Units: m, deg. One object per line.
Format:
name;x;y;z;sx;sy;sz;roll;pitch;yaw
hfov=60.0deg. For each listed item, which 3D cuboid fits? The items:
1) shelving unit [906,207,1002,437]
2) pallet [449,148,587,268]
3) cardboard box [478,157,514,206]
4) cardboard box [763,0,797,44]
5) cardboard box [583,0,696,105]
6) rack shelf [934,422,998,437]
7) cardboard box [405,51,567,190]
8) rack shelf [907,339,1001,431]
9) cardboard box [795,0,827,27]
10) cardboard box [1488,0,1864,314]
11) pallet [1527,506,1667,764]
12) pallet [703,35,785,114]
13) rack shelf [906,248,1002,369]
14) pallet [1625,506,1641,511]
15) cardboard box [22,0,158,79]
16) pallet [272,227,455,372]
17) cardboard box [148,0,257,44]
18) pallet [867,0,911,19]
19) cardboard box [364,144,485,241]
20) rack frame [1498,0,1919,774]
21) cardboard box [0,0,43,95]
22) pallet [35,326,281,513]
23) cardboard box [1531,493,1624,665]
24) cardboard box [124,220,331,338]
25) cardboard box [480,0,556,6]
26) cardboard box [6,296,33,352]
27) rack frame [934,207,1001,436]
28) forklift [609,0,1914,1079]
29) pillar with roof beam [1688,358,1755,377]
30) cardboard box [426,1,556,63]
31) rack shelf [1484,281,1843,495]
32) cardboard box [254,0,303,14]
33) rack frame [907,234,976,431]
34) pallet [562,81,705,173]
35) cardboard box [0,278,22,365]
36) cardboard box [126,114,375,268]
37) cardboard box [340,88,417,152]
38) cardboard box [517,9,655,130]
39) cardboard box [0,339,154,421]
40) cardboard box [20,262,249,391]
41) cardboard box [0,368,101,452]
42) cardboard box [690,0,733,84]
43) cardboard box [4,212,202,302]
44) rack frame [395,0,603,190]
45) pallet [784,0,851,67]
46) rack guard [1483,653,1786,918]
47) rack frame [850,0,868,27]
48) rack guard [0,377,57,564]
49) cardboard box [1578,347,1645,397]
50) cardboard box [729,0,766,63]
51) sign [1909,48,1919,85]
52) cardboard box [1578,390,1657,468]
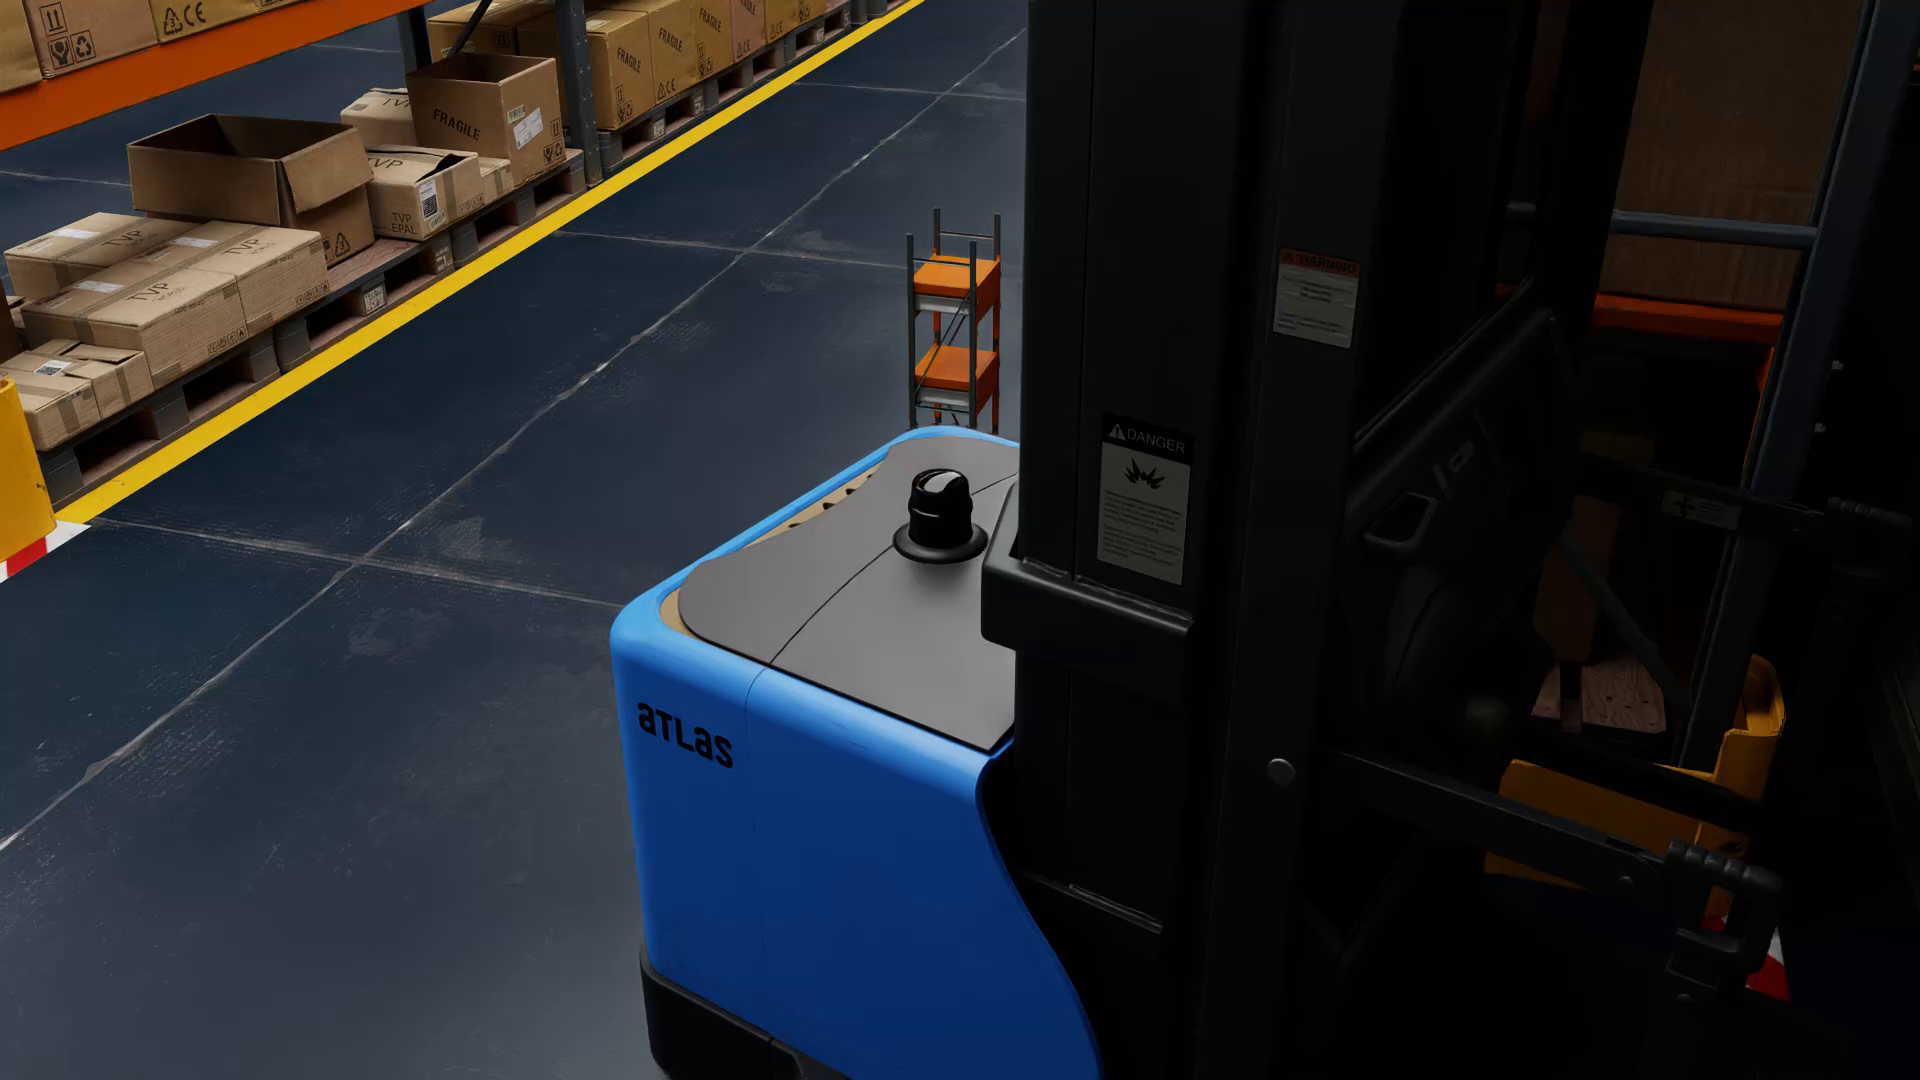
shelving unit;-0.016;-0.434;4.950;0.215;1.050;0.252;8;30;15
pallet;-2.534;-1.656;8.009;1.003;0.211;1.213;8;30;15
cardboard box;-2.280;-1.652;7.613;0.380;0.149;0.250;8;30;15
cardboard box;-1.360;-3.444;10.473;0.500;0.500;0.500;7;30;13
cardboard box;-1.811;-2.733;9.196;0.500;0.500;0.500;9;30;16
rack shelf;-0.016;-0.182;5.090;0.215;0.259;0.240;8;30;15
cardboard box;-2.228;-1.988;7.857;0.500;0.500;0.500;8;30;15
rack shelf;-0.016;-0.425;4.955;0.215;0.259;0.240;8;30;15
cardboard box;-1.208;-3.684;10.906;0.500;0.500;0.500;10;31;17
cardboard box;1.371;-0.999;3.651;0.980;0.700;0.700;10;31;17
pallet;1.391;0.207;4.662;1.003;0.211;1.213;8;30;15
pallet;-1.773;-2.927;10.294;1.003;0.211;1.213;8;30;15
rack shelf;-0.016;-0.673;4.817;0.215;0.259;0.240;8;30;15
pallet;1.751;-0.359;5.678;1.003;0.211;1.213;8;30;15
cardboard box;-2.977;-1.787;5.274;0.500;0.500;0.500;8;30;14
pallet;-2.890;-1.087;6.987;1.003;0.211;1.213;8;30;15
cardboard box;-2.827;-2.020;5.693;0.500;0.500;0.500;8;30;15
pallet;-0.879;-4.211;12.602;1.003;0.211;1.213;8;30;15
cardboard box;-2.448;-1.557;7.276;0.500;0.311;0.500;8;30;15
rack frame;1.231;-0.629;3.296;1.000;3.000;0.127;8;30;15
cardboard box;-3.123;-1.547;4.842;0.500;0.500;0.500;9;30;16
pallet;-3.250;-0.522;5.971;1.003;0.211;1.213;8;30;15
cardboard box;1.341;-0.060;4.412;0.700;0.500;0.500;8;30;15
cardboard box;-2.781;-1.002;6.342;0.500;0.250;0.500;8;30;15
cardboard box;-2.308;-2.792;9.302;0.500;0.500;0.500;9;30;15
cardboard box;-3.377;-0.752;5.978;0.380;0.166;0.250;8;30;15
rack frame;0.020;-0.491;5.052;0.200;1.050;0.008;8;30;15
forklift;0.892;-0.011;2.255;3.031;2.935;1.130;18;34;29
pillar with roof beam;-1.089;-5.275;5.476;9.100;9.000;0.400;8;30;15
cardboard box;-2.461;-2.563;8.891;0.500;0.500;0.500;8;30;15
rack shelf;1.818;-1.244;5.141;1.077;0.370;4.000;8;30;15
cardboard box;-2.679;-2.252;6.110;0.500;0.500;0.500;9;30;16
rack frame;-0.052;-0.377;4.848;0.200;1.050;0.008;8;30;15
pallet;-2.129;-2.358;9.272;1.003;0.211;1.213;8;30;15
cardboard box;-3.582;-0.722;5.581;0.500;0.500;0.500;8;30;15
cardboard box;-2.878;-1.421;6.834;0.797;0.503;0.637;8;30;15
cardboard box;-2.662;-2.046;8.156;0.500;0.311;0.500;8;30;15
cardboard box;-1.957;-2.483;8.747;0.500;0.500;0.500;7;30;13
cardboard box;-2.981;-0.550;5.616;0.380;0.166;0.250;8;30;15
cardboard box;-2.928;-0.770;5.924;0.500;0.250;0.500;8;30;15
cardboard box;-3.054;-0.426;5.411;0.380;0.149;0.250;8;30;15
cardboard box;-1.657;-2.964;9.611;0.500;0.500;0.500;9;30;15
cardboard box;-3.274;-1.050;6.428;0.500;0.250;0.500;8;30;15
rack frame;-2.332;-3.193;7.905;1.000;3.000;0.127;8;30;15
pallet;-1.413;-3.492;11.310;1.003;0.211;1.213;8;30;15
rack guard;1.224;0.474;3.883;1.175;0.500;0.348;8;30;15
rack frame;-1.157;-5.052;11.246;1.000;3.000;0.127;8;30;15
rack guard;-3.483;-0.277;5.234;1.175;0.500;0.348;8;30;15
cardboard box;1.643;-0.492;4.522;0.380;0.149;0.250;9;30;15
cardboard box;-1.508;-3.199;10.033;0.500;0.500;0.500;7;30;13
sign;1.760;-0.960;2.919;0.100;0.325;0.005;8;30;15
cardboard box;1.495;-0.257;4.098;0.380;0.149;0.250;9;30;15
